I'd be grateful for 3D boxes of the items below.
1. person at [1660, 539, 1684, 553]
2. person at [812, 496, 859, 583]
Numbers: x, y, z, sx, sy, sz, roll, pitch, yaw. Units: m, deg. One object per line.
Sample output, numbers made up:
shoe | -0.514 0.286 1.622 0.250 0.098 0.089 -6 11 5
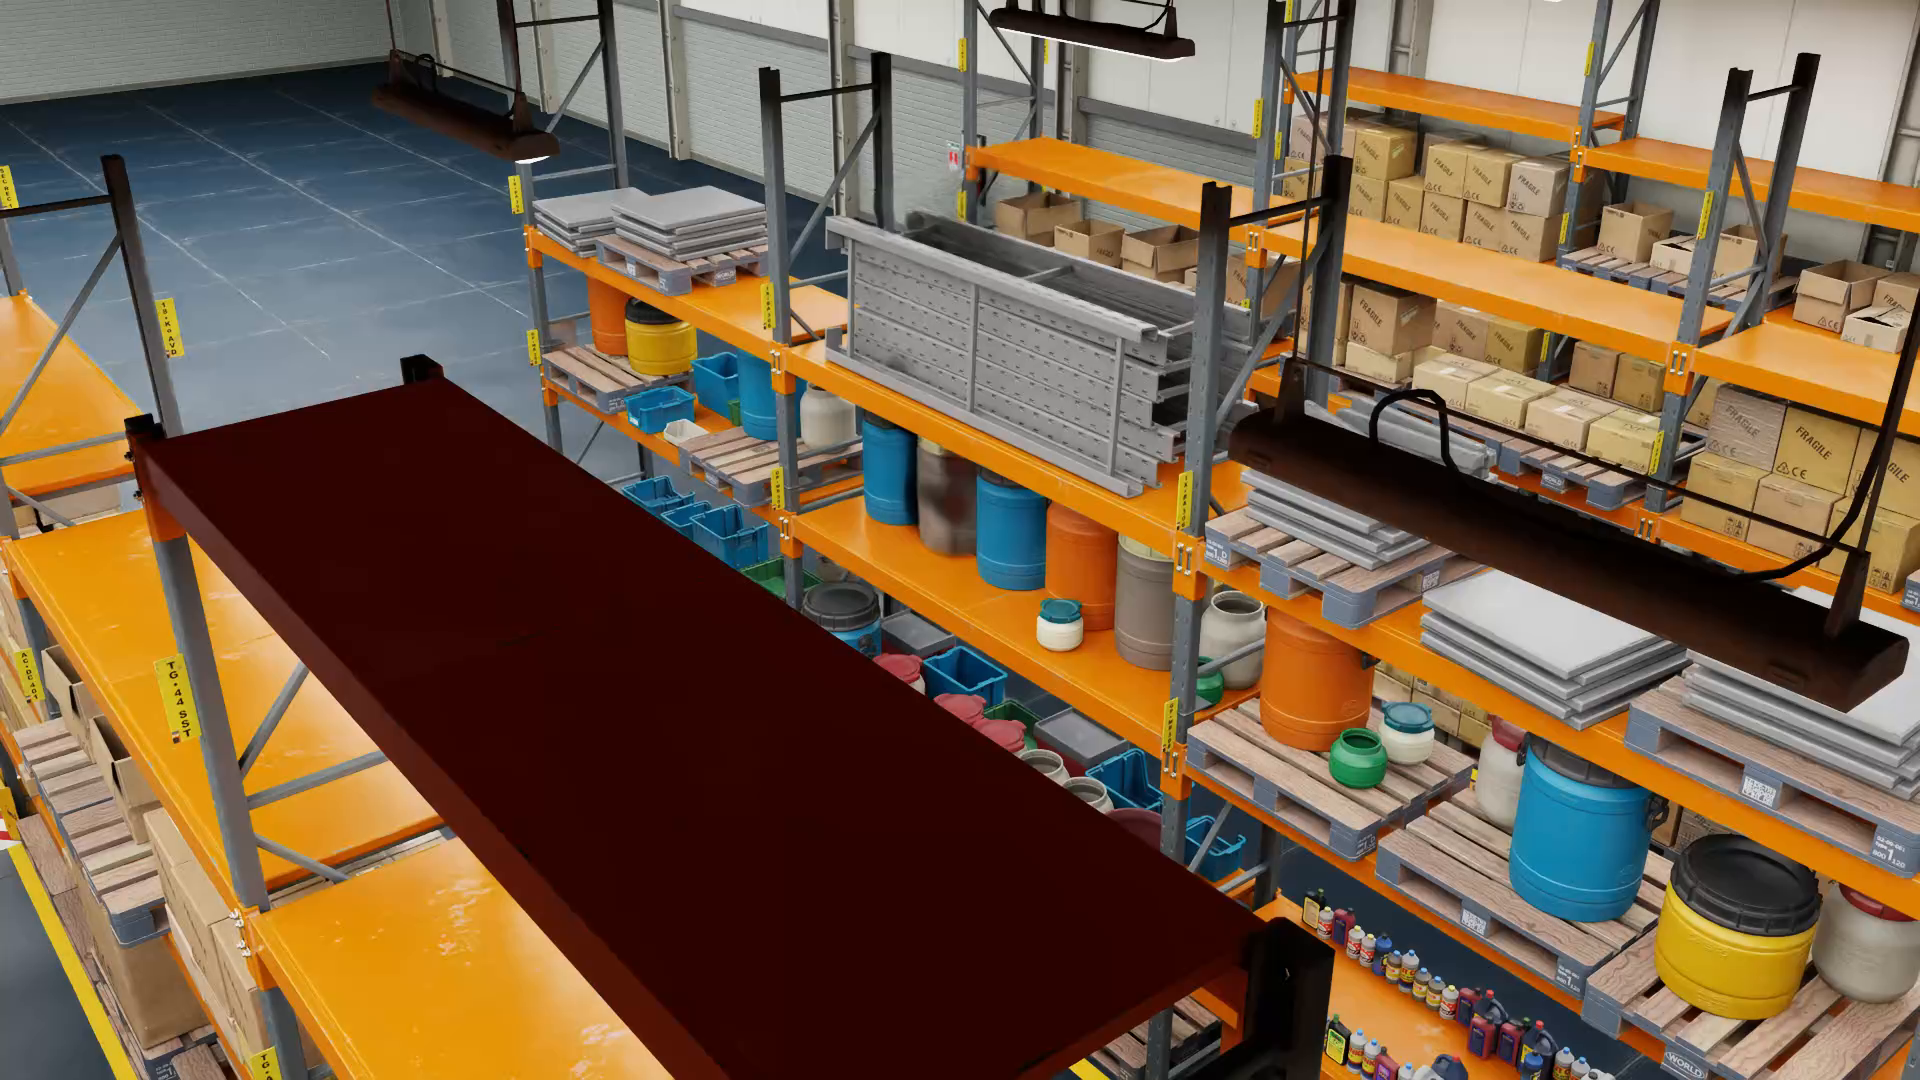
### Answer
person | 6.182 0.748 14.808 0.593 1.753 0.755 -19 32 -34
person | -1.174 0.121 15.884 0.649 1.750 0.619 -23 34 -38
